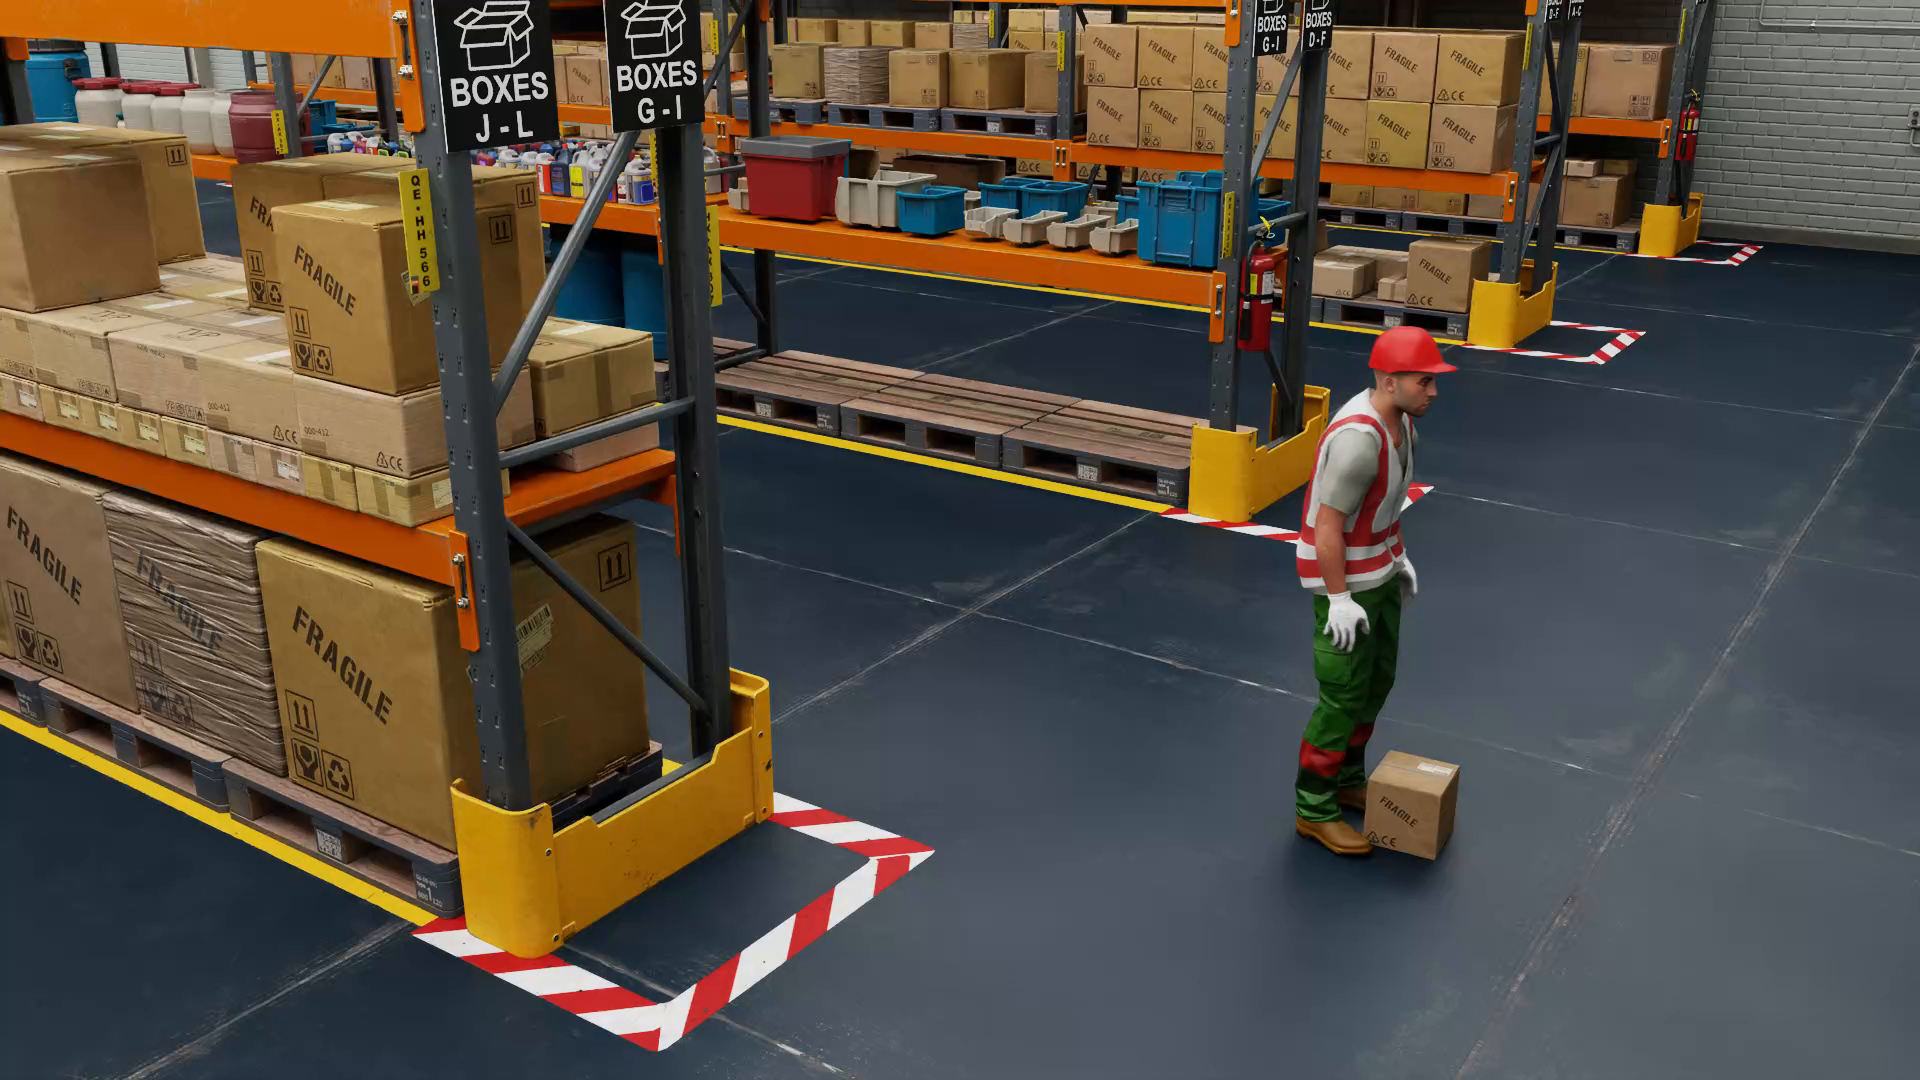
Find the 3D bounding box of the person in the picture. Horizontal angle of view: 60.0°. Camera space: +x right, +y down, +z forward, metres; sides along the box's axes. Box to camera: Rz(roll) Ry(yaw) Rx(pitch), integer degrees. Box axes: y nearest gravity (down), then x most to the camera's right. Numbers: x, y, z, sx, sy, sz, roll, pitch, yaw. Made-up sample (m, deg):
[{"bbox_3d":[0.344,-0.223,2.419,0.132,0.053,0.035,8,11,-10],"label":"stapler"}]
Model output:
[{"bbox_3d":[1.373,0.152,5.620,0.448,1.780,0.609,13,23,32],"label":"person"}]
